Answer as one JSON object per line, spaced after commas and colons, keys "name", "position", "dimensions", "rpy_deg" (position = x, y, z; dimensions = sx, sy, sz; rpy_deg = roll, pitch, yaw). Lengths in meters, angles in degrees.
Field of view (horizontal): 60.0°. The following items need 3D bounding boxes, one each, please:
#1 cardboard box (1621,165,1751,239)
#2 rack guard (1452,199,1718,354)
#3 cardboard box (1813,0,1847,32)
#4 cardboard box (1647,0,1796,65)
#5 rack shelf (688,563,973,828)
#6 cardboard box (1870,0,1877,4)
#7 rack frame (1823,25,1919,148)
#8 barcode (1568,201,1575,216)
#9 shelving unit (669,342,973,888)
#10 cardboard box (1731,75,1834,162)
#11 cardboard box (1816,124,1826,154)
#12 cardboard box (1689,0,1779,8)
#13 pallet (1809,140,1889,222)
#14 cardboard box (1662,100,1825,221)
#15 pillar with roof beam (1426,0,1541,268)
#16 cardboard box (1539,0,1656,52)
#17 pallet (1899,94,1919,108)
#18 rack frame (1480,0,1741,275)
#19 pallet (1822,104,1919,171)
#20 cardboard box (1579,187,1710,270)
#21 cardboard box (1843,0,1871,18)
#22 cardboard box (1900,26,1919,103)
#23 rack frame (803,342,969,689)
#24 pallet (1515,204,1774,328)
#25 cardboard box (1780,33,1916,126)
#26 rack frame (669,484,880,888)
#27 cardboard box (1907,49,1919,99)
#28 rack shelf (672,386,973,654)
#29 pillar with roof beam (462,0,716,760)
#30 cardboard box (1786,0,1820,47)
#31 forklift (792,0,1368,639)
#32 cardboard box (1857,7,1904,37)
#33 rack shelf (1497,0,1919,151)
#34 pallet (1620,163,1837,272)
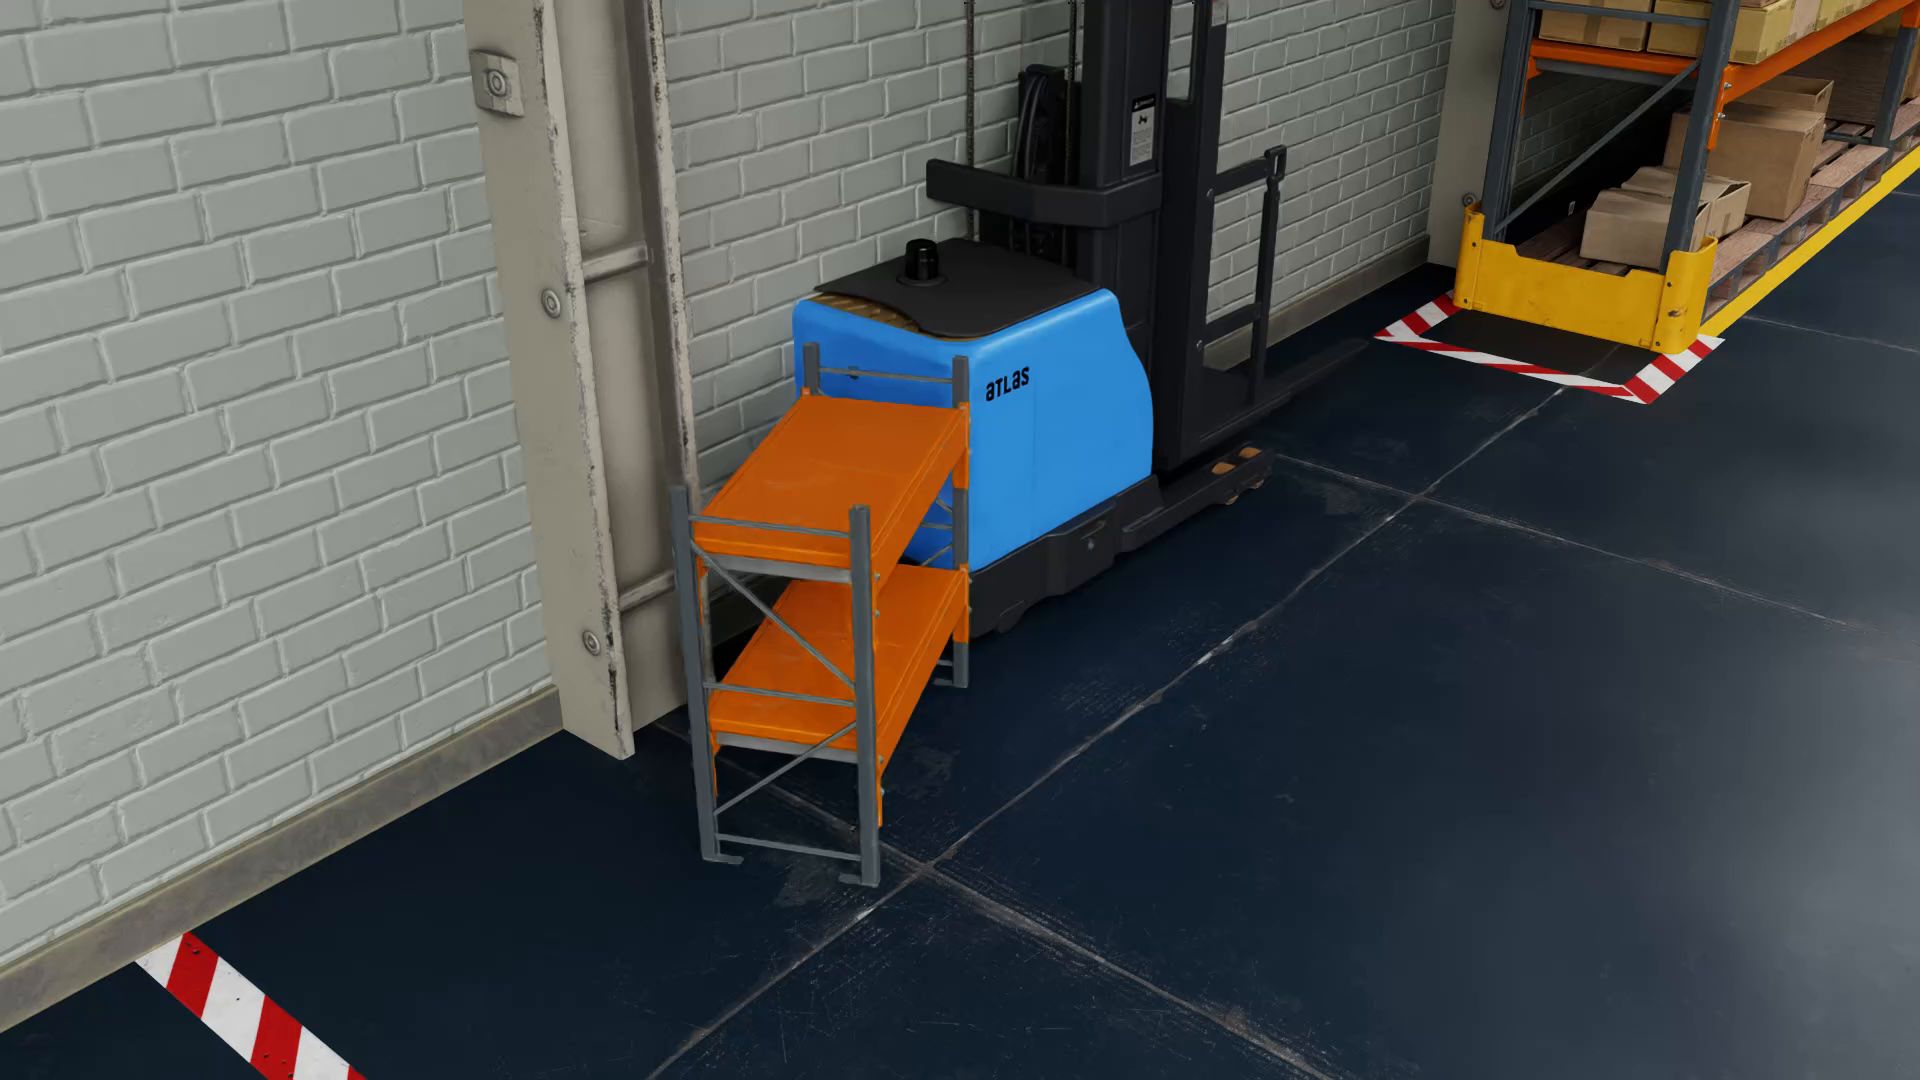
{"name": "cardboard box", "position": [3.906, -1.836, 8.982], "dimensions": [0.500, 0.311, 0.500], "rpy_deg": [24, 36, 38]}
{"name": "rack guard", "position": [3.082, -1.330, 8.278], "dimensions": [1.175, 0.500, 0.348], "rpy_deg": [21, 34, 34]}
{"name": "cardboard box", "position": [4.237, -2.803, 8.546], "dimensions": [0.500, 0.250, 0.500], "rpy_deg": [20, 34, 34]}
{"name": "cardboard box", "position": [3.589, -2.436, 7.836], "dimensions": [0.500, 0.250, 0.500], "rpy_deg": [20, 33, 33]}
{"name": "rack shelf", "position": [-0.340, 0.388, 4.808], "dimensions": [0.538, 0.278, 1.000], "rpy_deg": [6, 28, 12]}
{"name": "cardboard box", "position": [4.880, -3.161, 9.237], "dimensions": [0.500, 0.250, 0.500], "rpy_deg": [21, 34, 34]}
{"name": "rack frame", "position": [5.578, -3.832, 10.393], "dimensions": [1.000, 3.000, 0.127], "rpy_deg": [21, 34, 34]}
{"name": "barcode", "position": [3.246, -1.761, 8.828], "dimensions": [0.001, 0.075, 0.075], "rpy_deg": [21, 34, 34]}
{"name": "shelving unit", "position": [-0.340, 0.171, 4.696], "dimensions": [0.538, 1.125, 1.048], "rpy_deg": [6, 28, 12]}
{"name": "cardboard box", "position": [4.949, -2.537, 10.132], "dimensions": [0.500, 0.500, 0.500], "rpy_deg": [18, 32, 31]}
{"name": "cardboard box", "position": [5.261, -2.571, 10.559], "dimensions": [0.380, 0.166, 0.250], "rpy_deg": [16, 31, 28]}
{"name": "cardboard box", "position": [3.570, -2.771, 7.666], "dimensions": [0.500, 0.500, 0.500], "rpy_deg": [21, 34, 34]}
{"name": "pallet", "position": [5.178, -2.345, 10.553], "dimensions": [1.003, 0.211, 1.213], "rpy_deg": [21, 34, 34]}
{"name": "cardboard box", "position": [4.411, -2.166, 9.413], "dimensions": [0.700, 0.500, 0.500], "rpy_deg": [18, 33, 31]}
{"name": "pillar with roof beam", "position": [6.134, -4.321, 4.809], "dimensions": [9.100, 9.000, 0.400], "rpy_deg": [21, 34, 34]}
{"name": "cardboard box", "position": [3.182, -2.578, 8.111], "dimensions": [0.500, 0.250, 0.500], "rpy_deg": [21, 34, 35]}
{"name": "pallet", "position": [6.848, -3.304, 12.408], "dimensions": [1.003, 0.211, 1.213], "rpy_deg": [21, 34, 34]}
{"name": "rack frame", "position": [3.034, -2.414, 7.651], "dimensions": [1.000, 3.000, 0.127], "rpy_deg": [21, 34, 34]}
{"name": "pallet", "position": [6.072, -2.870, 11.568], "dimensions": [1.003, 0.211, 1.213], "rpy_deg": [21, 34, 34]}
{"name": "cardboard box", "position": [3.544, -1.634, 8.591], "dimensions": [0.500, 0.311, 0.500], "rpy_deg": [17, 32, 29]}
{"name": "cardboard box", "position": [4.561, -2.982, 8.891], "dimensions": [0.500, 0.250, 0.500], "rpy_deg": [21, 34, 35]}
{"name": "cardboard box", "position": [6.324, -3.381, 11.762], "dimensions": [0.700, 0.500, 0.500], "rpy_deg": [20, 33, 33]}
{"name": "rack frame", "position": [-0.219, -0.056, 5.135], "dimensions": [0.500, 1.125, 0.032], "rpy_deg": [6, 28, 12]}
{"name": "pallet", "position": [3.626, -1.480, 8.881], "dimensions": [1.003, 0.211, 1.213], "rpy_deg": [21, 34, 34]}
{"name": "cardboard box", "position": [6.034, -3.183, 11.380], "dimensions": [0.700, 0.500, 0.500], "rpy_deg": [22, 35, 36]}
{"name": "rack frame", "position": [-0.461, 0.397, 4.257], "dimensions": [0.500, 1.125, 0.032], "rpy_deg": [6, 28, 12]}
{"name": "cardboard box", "position": [6.679, -3.550, 12.089], "dimensions": [0.700, 0.500, 0.500], "rpy_deg": [21, 34, 35]}
{"name": "rack shelf", "position": [-0.340, -0.089, 4.562], "dimensions": [0.538, 0.278, 1.000], "rpy_deg": [6, 28, 12]}
{"name": "pillar with roof beam", "position": [2.317, -2.194, 0.697], "dimensions": [9.100, 9.000, 0.400], "rpy_deg": [21, 34, 34]}
{"name": "cardboard box", "position": [3.909, -2.625, 8.200], "dimensions": [0.500, 0.250, 0.500], "rpy_deg": [20, 33, 33]}
{"name": "forklift", "position": [0.602, -1.574, 6.102], "dimensions": [1.130, 2.935, 3.031], "rpy_deg": [22, 34, 35]}
{"name": "cardboard box", "position": [6.311, -3.673, 11.511], "dimensions": [0.500, 0.250, 0.500], "rpy_deg": [20, 33, 33]}
{"name": "rack shelf", "position": [4.306, -2.803, 9.187], "dimensions": [1.077, 0.370, 4.000], "rpy_deg": [21, 34, 34]}
{"name": "pallet", "position": [4.403, -1.911, 9.713], "dimensions": [1.003, 0.211, 1.213], "rpy_deg": [21, 34, 34]}
